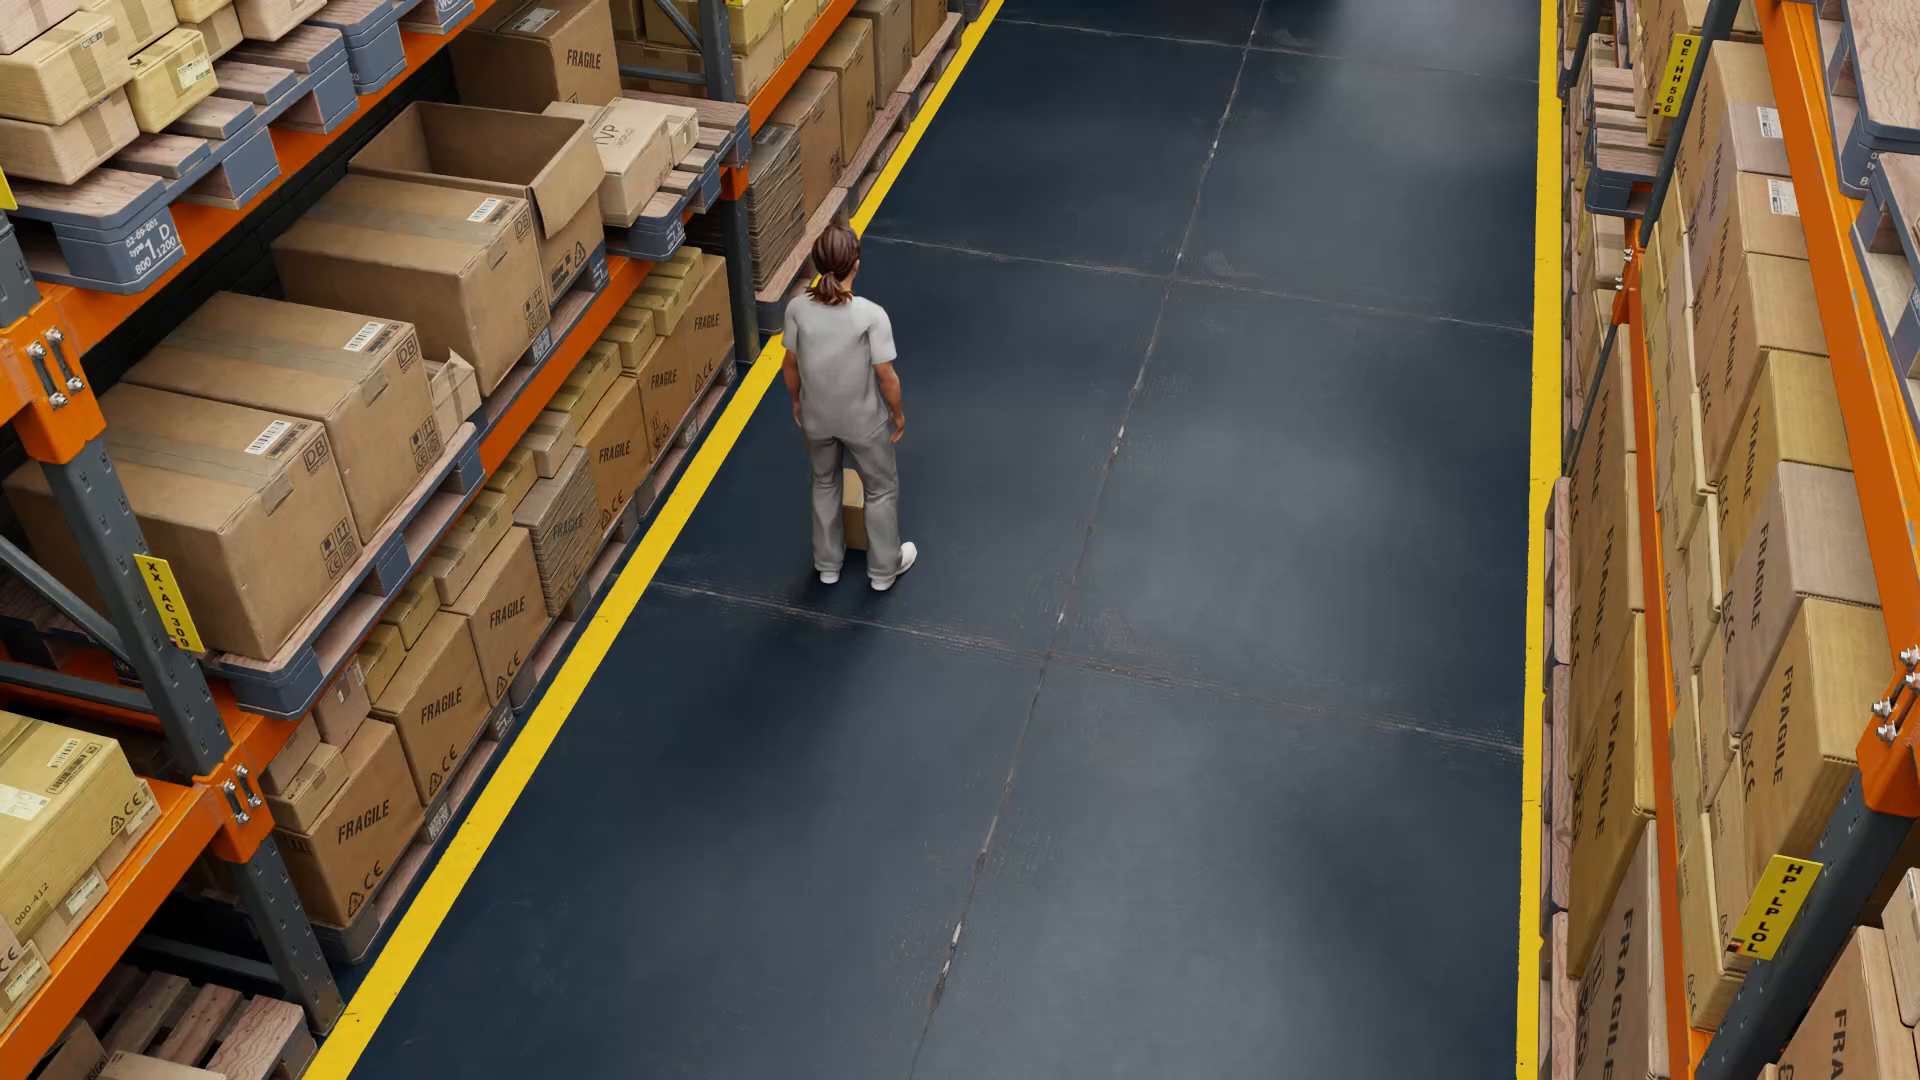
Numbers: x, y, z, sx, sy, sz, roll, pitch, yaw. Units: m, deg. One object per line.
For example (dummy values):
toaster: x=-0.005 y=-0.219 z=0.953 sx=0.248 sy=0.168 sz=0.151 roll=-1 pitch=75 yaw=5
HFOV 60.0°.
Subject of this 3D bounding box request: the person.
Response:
person: x=-0.461 y=-0.506 z=6.737 sx=0.489 sy=1.673 sz=0.358 roll=10 pitch=42 yaw=11
